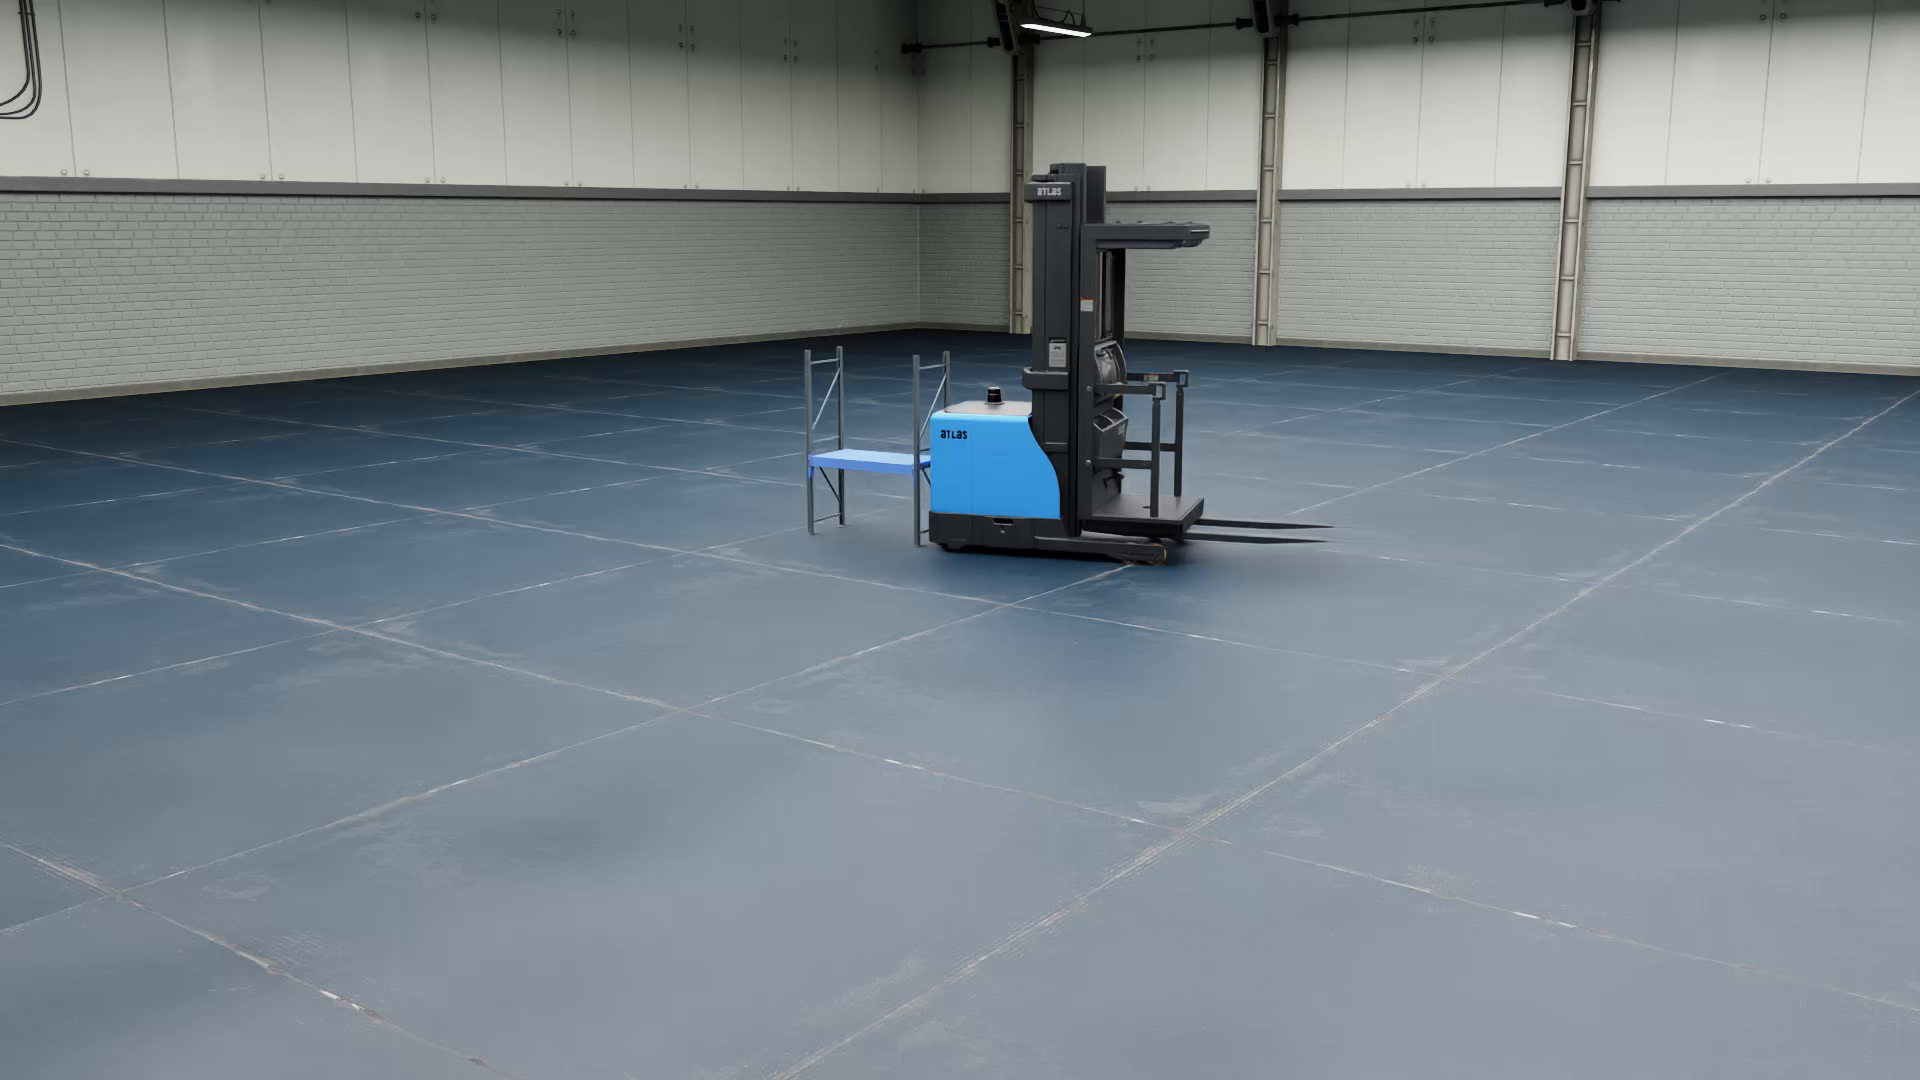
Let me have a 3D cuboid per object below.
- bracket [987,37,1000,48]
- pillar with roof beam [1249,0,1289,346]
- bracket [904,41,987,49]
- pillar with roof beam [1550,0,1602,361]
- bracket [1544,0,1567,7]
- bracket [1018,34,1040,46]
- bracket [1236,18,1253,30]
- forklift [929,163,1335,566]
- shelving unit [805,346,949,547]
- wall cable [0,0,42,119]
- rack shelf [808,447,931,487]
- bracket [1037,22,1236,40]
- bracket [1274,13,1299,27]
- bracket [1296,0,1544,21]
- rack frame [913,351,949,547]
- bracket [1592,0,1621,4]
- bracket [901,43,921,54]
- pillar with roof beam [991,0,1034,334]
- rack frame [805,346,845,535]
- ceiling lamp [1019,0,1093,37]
[{"bbox_3d":[0.817,-10.826,36.135,0.430,0.232,0.235,8,13,36],"label":"bracket"},{"bbox_3d":[3.650,-7.732,29.624,0.548,9.000,9.100,8,13,36],"label":"pillar with roof beam"},{"bbox_3d":[-0.617,-11.026,37.169,3.189,0.066,0.076,8,13,36],"label":"bracket"},{"bbox_3d":[8.486,-7.058,26.137,0.548,9.000,9.100,8,13,36],"label":"pillar with roof beam"},{"bbox_3d":[10.489,-9.477,29.162,0.430,0.232,0.235,8,13,36],"label":"bracket"},{"bbox_3d":[1.486,-10.732,35.653,0.430,0.232,0.235,8,13,36],"label":"bracket"},{"bbox_3d":[5.653,-10.151,32.649,0.430,0.232,0.235,8,13,36],"label":"bracket"},{"bbox_3d":[1.334,-1.360,12.658,3.031,2.935,1.130,3,11,17],"label":"forklift"},{"bbox_3d":[-0.664,-0.769,13.372,1.048,1.500,0.538,6,13,29],"label":"shelving unit"},{"bbox_3d":[-13.243,-7.899,21.529,0.169,6.003,2.305,8,13,36],"label":"wall cable"},{"bbox_3d":[-0.664,-0.592,13.407,1.000,0.185,0.538,6,13,29],"label":"rack shelf"},{"bbox_3d":[3.563,-10.443,34.156,4.783,0.066,0.076,8,13,36],"label":"bracket"},{"bbox_3d":[6.322,-10.058,32.166,0.430,0.232,0.235,8,13,36],"label":"bracket"},{"bbox_3d":[8.399,-9.768,30.669,4.783,0.066,0.076,8,13,36],"label":"bracket"},{"bbox_3d":[-0.223,-0.721,13.123,0.032,1.500,0.500,6,13,29],"label":"rack frame"},{"bbox_3d":[11.158,-9.383,28.679,0.430,0.232,0.235,8,13,36],"label":"bracket"},{"bbox_3d":[-1.093,-11.092,37.513,0.430,0.232,0.235,8,13,36],"label":"bracket"},{"bbox_3d":[-1.186,-8.407,33.110,0.548,9.000,9.100,8,13,36],"label":"pillar with roof beam"},{"bbox_3d":[-1.104,-0.817,13.622,0.032,1.500,0.500,6,13,29],"label":"rack frame"},{"bbox_3d":[1.540,-10.738,29.792,0.800,3.185,2.000,8,13,36],"label":"ceiling lamp"}]
